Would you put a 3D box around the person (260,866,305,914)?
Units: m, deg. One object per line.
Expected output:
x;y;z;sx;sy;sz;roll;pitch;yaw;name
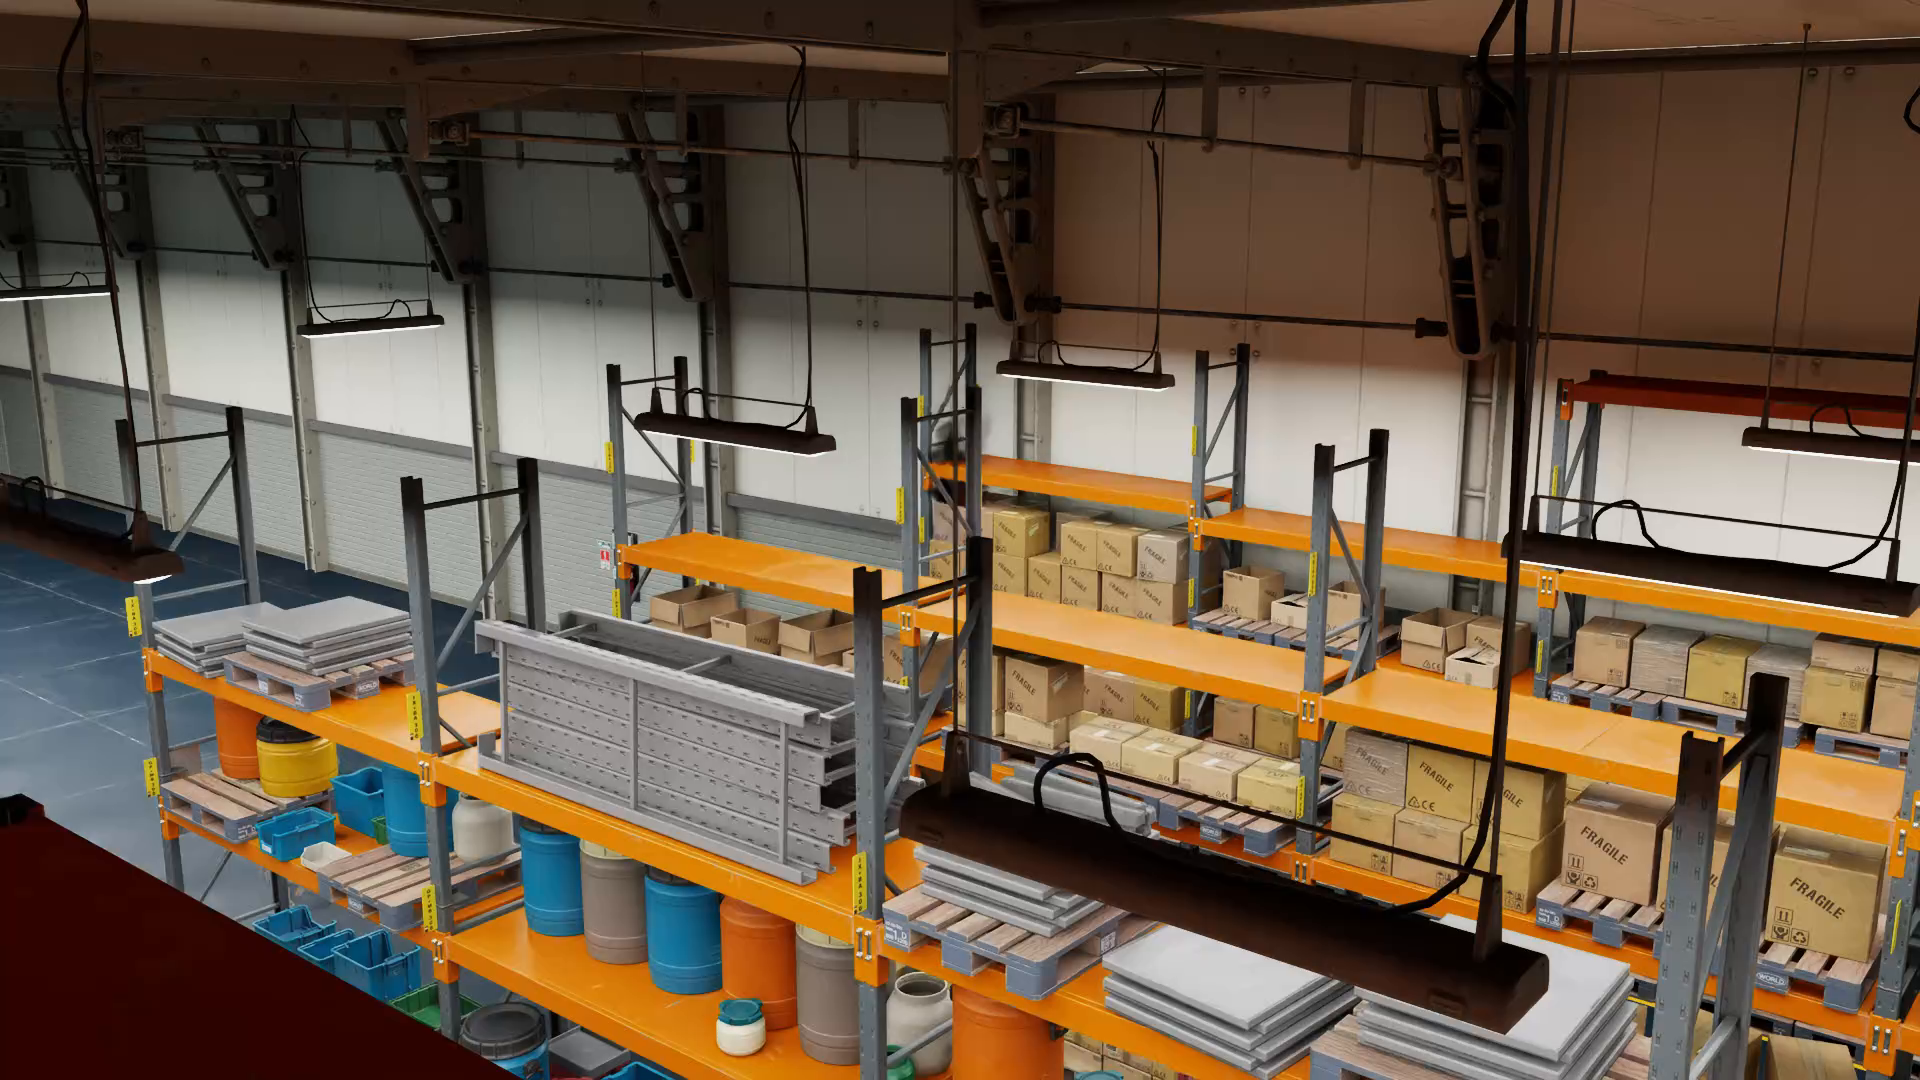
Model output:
-7.395;3.259;18.102;0.548;1.670;0.638;-6;14;-26;person
